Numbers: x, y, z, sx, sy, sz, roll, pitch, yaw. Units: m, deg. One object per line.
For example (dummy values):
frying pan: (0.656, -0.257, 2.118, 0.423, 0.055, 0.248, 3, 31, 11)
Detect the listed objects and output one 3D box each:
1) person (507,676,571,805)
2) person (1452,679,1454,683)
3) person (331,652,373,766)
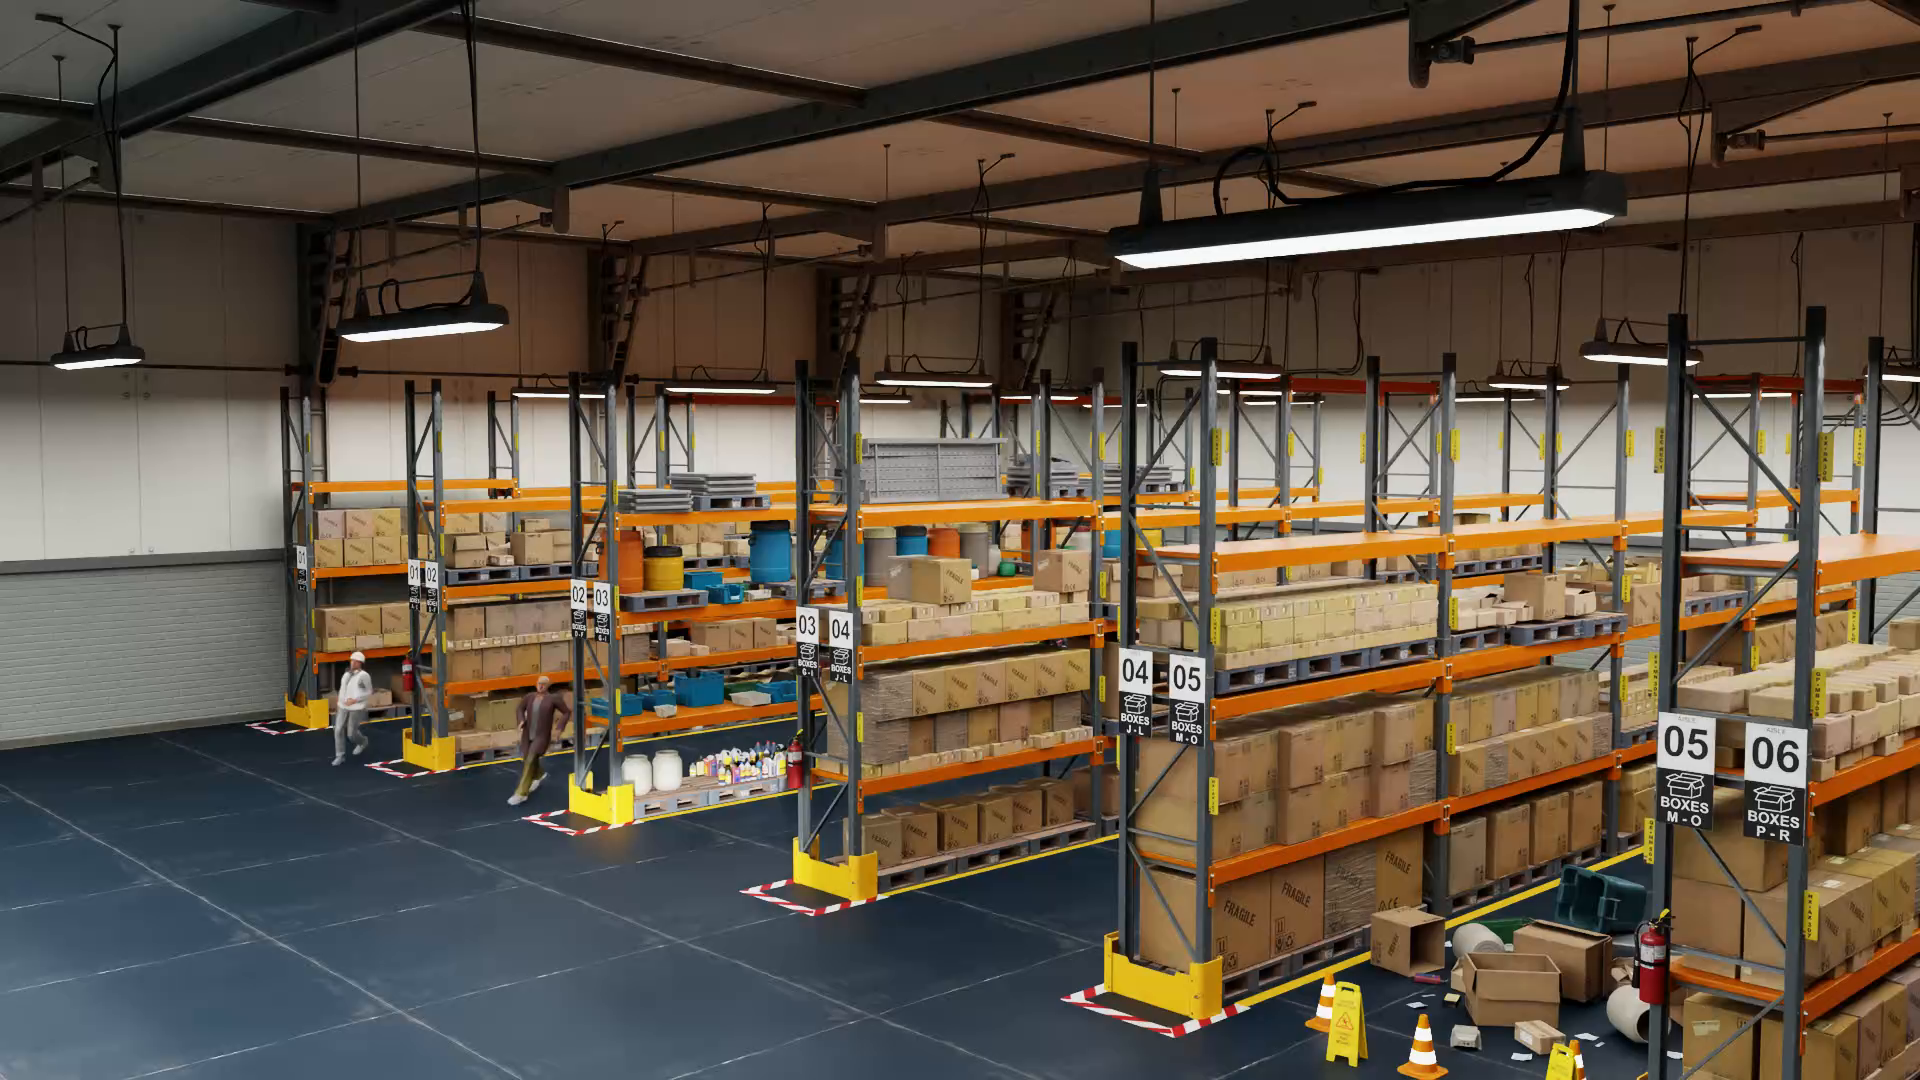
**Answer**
person: (-5.932, 2.779, 23.397, 0.769, 1.744, 1.049, 1, 4, 18)
person: (7.325, 2.808, 24.956, 0.930, 1.579, 0.519, -4, 5, -45)
person: (-9.508, 2.630, 26.153, 0.683, 1.762, 0.788, 1, 4, 17)
